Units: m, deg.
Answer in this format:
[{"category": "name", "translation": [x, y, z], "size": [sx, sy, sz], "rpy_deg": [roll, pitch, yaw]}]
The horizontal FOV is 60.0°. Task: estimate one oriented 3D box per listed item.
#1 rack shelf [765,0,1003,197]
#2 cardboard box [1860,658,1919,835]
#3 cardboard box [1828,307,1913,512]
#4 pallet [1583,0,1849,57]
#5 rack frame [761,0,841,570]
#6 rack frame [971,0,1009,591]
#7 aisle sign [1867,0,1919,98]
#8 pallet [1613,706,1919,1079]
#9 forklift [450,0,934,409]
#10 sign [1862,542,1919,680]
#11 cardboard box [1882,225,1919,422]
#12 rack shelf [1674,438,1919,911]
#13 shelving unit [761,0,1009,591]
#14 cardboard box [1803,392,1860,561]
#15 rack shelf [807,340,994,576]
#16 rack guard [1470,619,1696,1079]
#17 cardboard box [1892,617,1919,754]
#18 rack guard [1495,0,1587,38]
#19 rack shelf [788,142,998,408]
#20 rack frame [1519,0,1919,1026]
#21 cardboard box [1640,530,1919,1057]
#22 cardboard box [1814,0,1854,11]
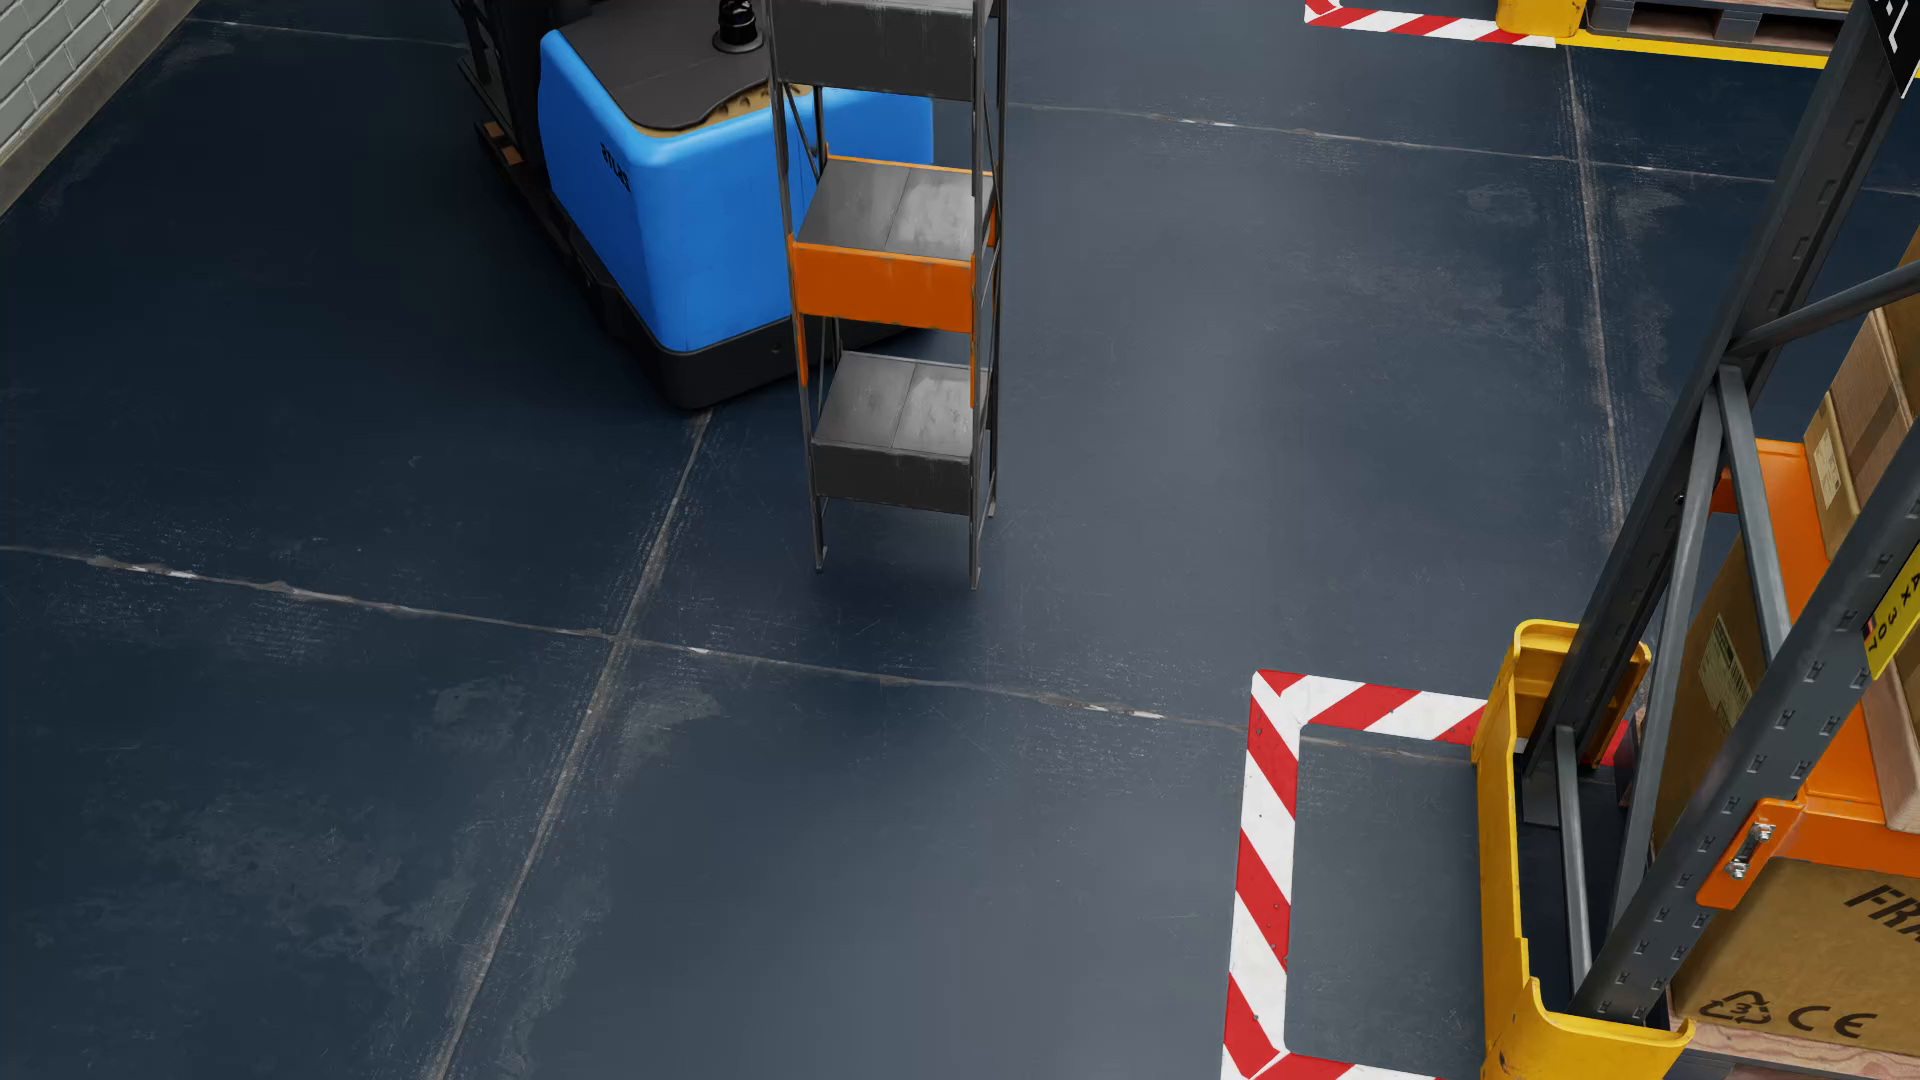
[{"category": "rack shelf", "translation": [-0.163, -1.182, 3.978], "size": [0.480, 0.518, 0.431], "rpy_deg": [8, 49, 7]}, {"category": "cardboard box", "translation": [1.843, 0.360, 3.079], "size": [0.250, 0.149, 0.380], "rpy_deg": [8, 49, 7]}, {"category": "cardboard box", "translation": [2.077, -0.192, 3.307], "size": [0.500, 0.250, 0.500], "rpy_deg": [7, 48, 6]}, {"category": "pallet", "translation": [3.402, -2.554, 7.403], "size": [1.213, 0.211, 1.003], "rpy_deg": [8, 49, 7]}, {"category": "rack frame", "translation": [-0.403, -0.756, 4.518], "size": [0.015, 2.100, 0.400], "rpy_deg": [8, 49, 7]}, {"category": "rack frame", "translation": [0.077, -0.691, 4.460], "size": [0.015, 2.100, 0.400], "rpy_deg": [8, 49, 7]}, {"category": "aisle sign", "translation": [1.535, -1.111, 2.484], "size": [0.004, 0.787, 0.394], "rpy_deg": [8, 49, 7]}, {"category": "pallet", "translation": [2.353, 0.968, 4.238], "size": [1.213, 0.211, 1.003], "rpy_deg": [8, 49, 7]}, {"category": "forklift", "translation": [-1.250, -2.508, 5.533], "size": [1.130, 2.935, 3.031], "rpy_deg": [-24, 52, -20]}, {"category": "sign", "translation": [1.448, 0.077, 2.529], "size": [0.005, 0.325, 0.100], "rpy_deg": [8, 49, 7]}, {"category": "cardboard box", "translation": [2.079, -0.441, 3.026], "size": [0.500, 0.500, 0.500], "rpy_deg": [8, 49, 7]}, {"category": "rack shelf", "translation": [3.521, 0.492, 3.275], "size": [4.000, 0.370, 1.077], "rpy_deg": [8, 49, 7]}, {"category": "shelving unit", "translation": [-0.163, -0.724, 4.489], "size": [0.503, 2.100, 0.431], "rpy_deg": [8, 49, 7]}, {"category": "cardboard box", "translation": [1.962, -0.123, 3.512], "size": [0.250, 0.149, 0.380], "rpy_deg": [9, 49, 8]}, {"category": "rack shelf", "translation": [-0.163, -0.247, 5.019], "size": [0.480, 0.518, 0.431], "rpy_deg": [8, 49, 7]}, {"category": "rack guard", "translation": [1.529, 0.820, 4.177], "size": [0.348, 0.500, 1.175], "rpy_deg": [8, 49, 7]}, {"category": "cardboard box", "translation": [1.977, 0.199, 2.955], "size": [0.500, 0.250, 0.500], "rpy_deg": [7, 48, 6]}, {"category": "rack guard", "translation": [2.609, -2.784, 7.416], "size": [0.348, 0.500, 1.175], "rpy_deg": [8, 49, 7]}, {"category": "rack shelf", "translation": [-0.163, -0.715, 4.499], "size": [0.480, 0.518, 0.431], "rpy_deg": [8, 49, 7]}, {"category": "rack frame", "translation": [1.553, -0.013, 3.245], "size": [0.127, 3.000, 1.000], "rpy_deg": [8, 49, 7]}, {"category": "cardboard box", "translation": [2.197, 0.583, 3.855], "size": [0.875, 0.875, 0.875], "rpy_deg": [8, 49, 7]}, {"category": "cardboard box", "translation": [3.743, -2.397, 7.022], "size": [0.250, 0.149, 0.380], "rpy_deg": [8, 49, 7]}]
